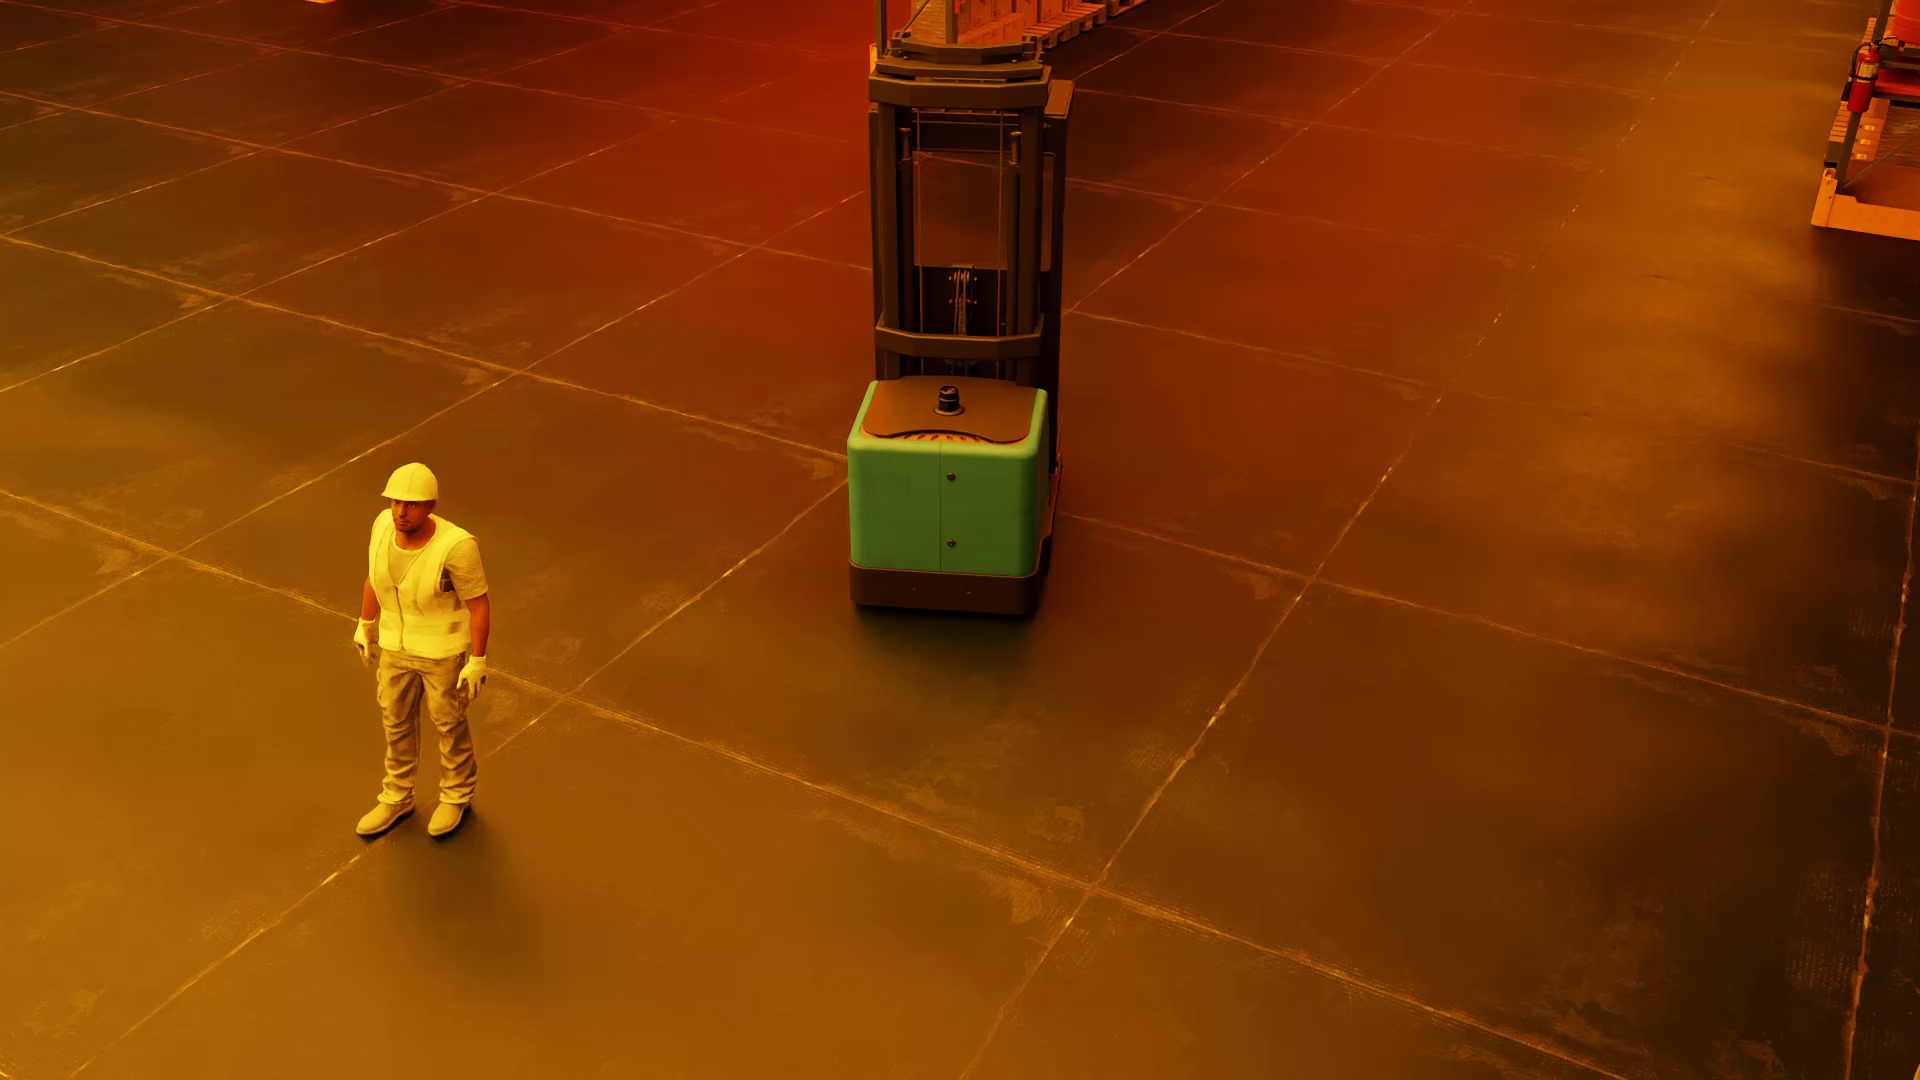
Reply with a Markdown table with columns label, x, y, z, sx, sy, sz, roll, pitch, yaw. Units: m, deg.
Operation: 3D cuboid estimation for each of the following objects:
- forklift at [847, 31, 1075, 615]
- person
| label | x | y | z | sx | sy | sz | roll | pitch | yaw |
| --- | --- | --- | --- | --- | --- | --- | --- | --- | --- |
| forklift | 0.072 | -1.572 | 9.794 | 1.130 | 2.935 | 3.031 | 3 | 30 | 6 |
| person | -2.398 | 0.510 | 7.320 | 0.656 | 1.782 | 0.577 | 11 | 32 | 18 |
